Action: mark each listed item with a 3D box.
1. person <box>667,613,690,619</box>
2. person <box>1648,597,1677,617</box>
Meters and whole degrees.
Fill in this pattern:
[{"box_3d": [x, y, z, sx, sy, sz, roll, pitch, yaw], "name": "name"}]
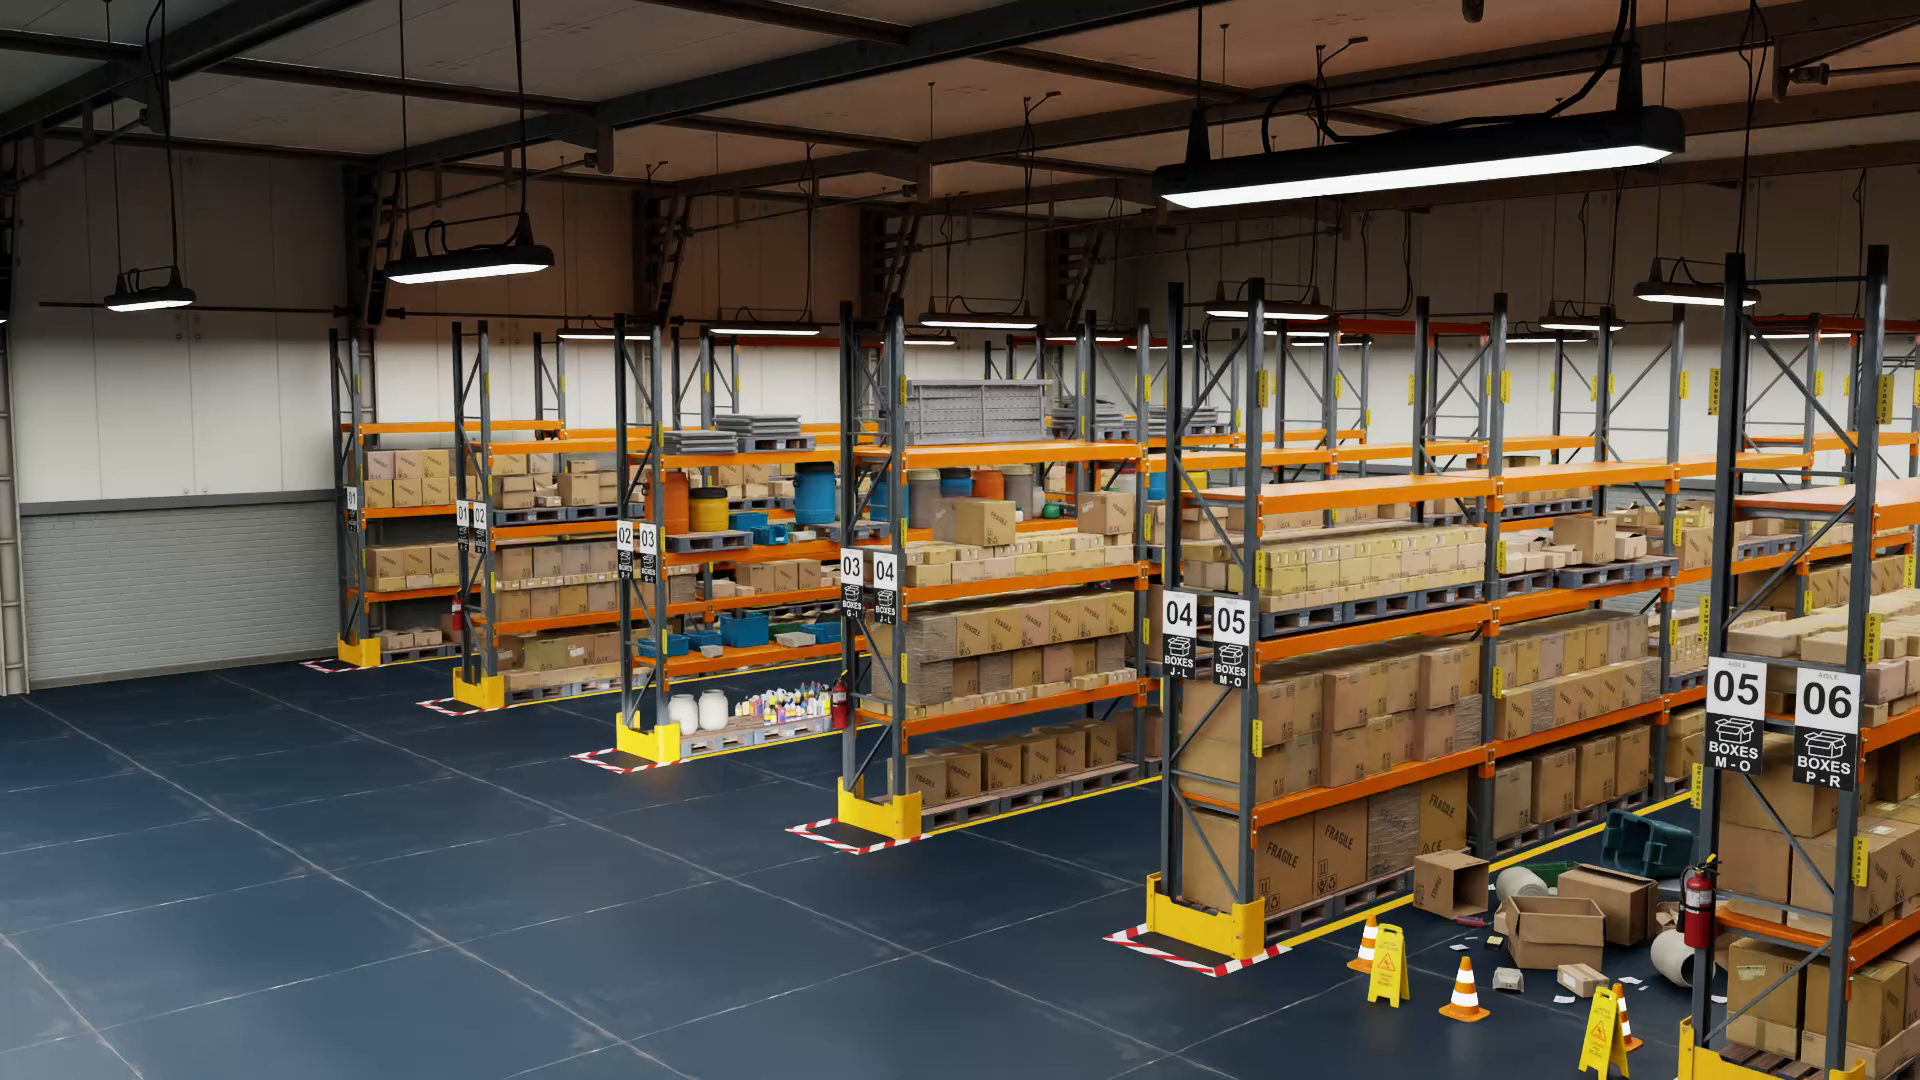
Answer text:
[{"box_3d": [-5.284, 1.275, 30.775, 0.644, 1.811, 0.661, 5, 8, 43], "name": "person"}, {"box_3d": [11.617, 1.681, 27.347, 0.747, 1.578, 0.633, -4, 7, -33], "name": "person"}]
